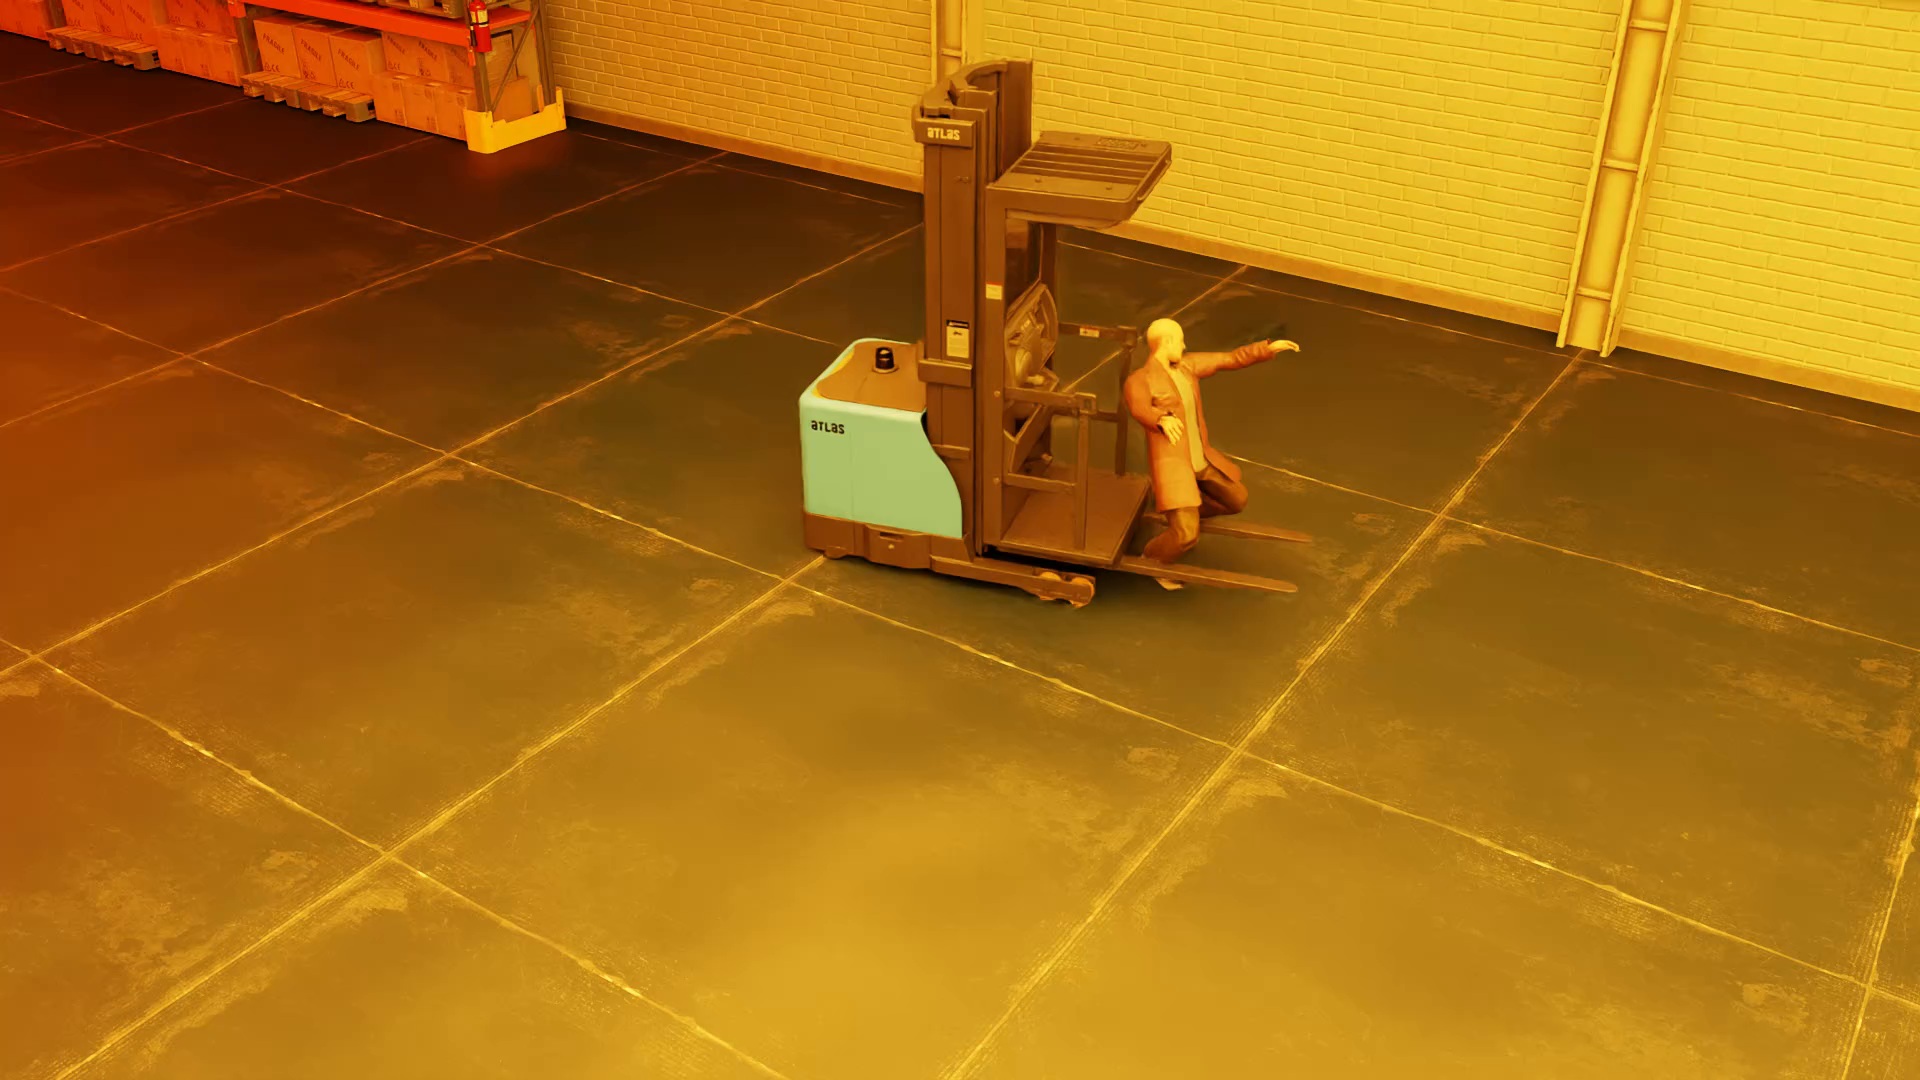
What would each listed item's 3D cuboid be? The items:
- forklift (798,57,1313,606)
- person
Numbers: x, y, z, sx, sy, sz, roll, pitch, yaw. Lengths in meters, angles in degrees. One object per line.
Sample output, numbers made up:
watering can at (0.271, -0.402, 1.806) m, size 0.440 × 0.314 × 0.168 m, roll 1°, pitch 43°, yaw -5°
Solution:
forklift at (0.600, -1.177, 9.608) m, size 3.031 × 2.935 × 1.130 m, roll 10°, pitch 31°, yaw 16°
person at (1.321, -0.472, 9.675) m, size 1.147 × 1.524 × 0.758 m, roll -25°, pitch 38°, yaw -36°
